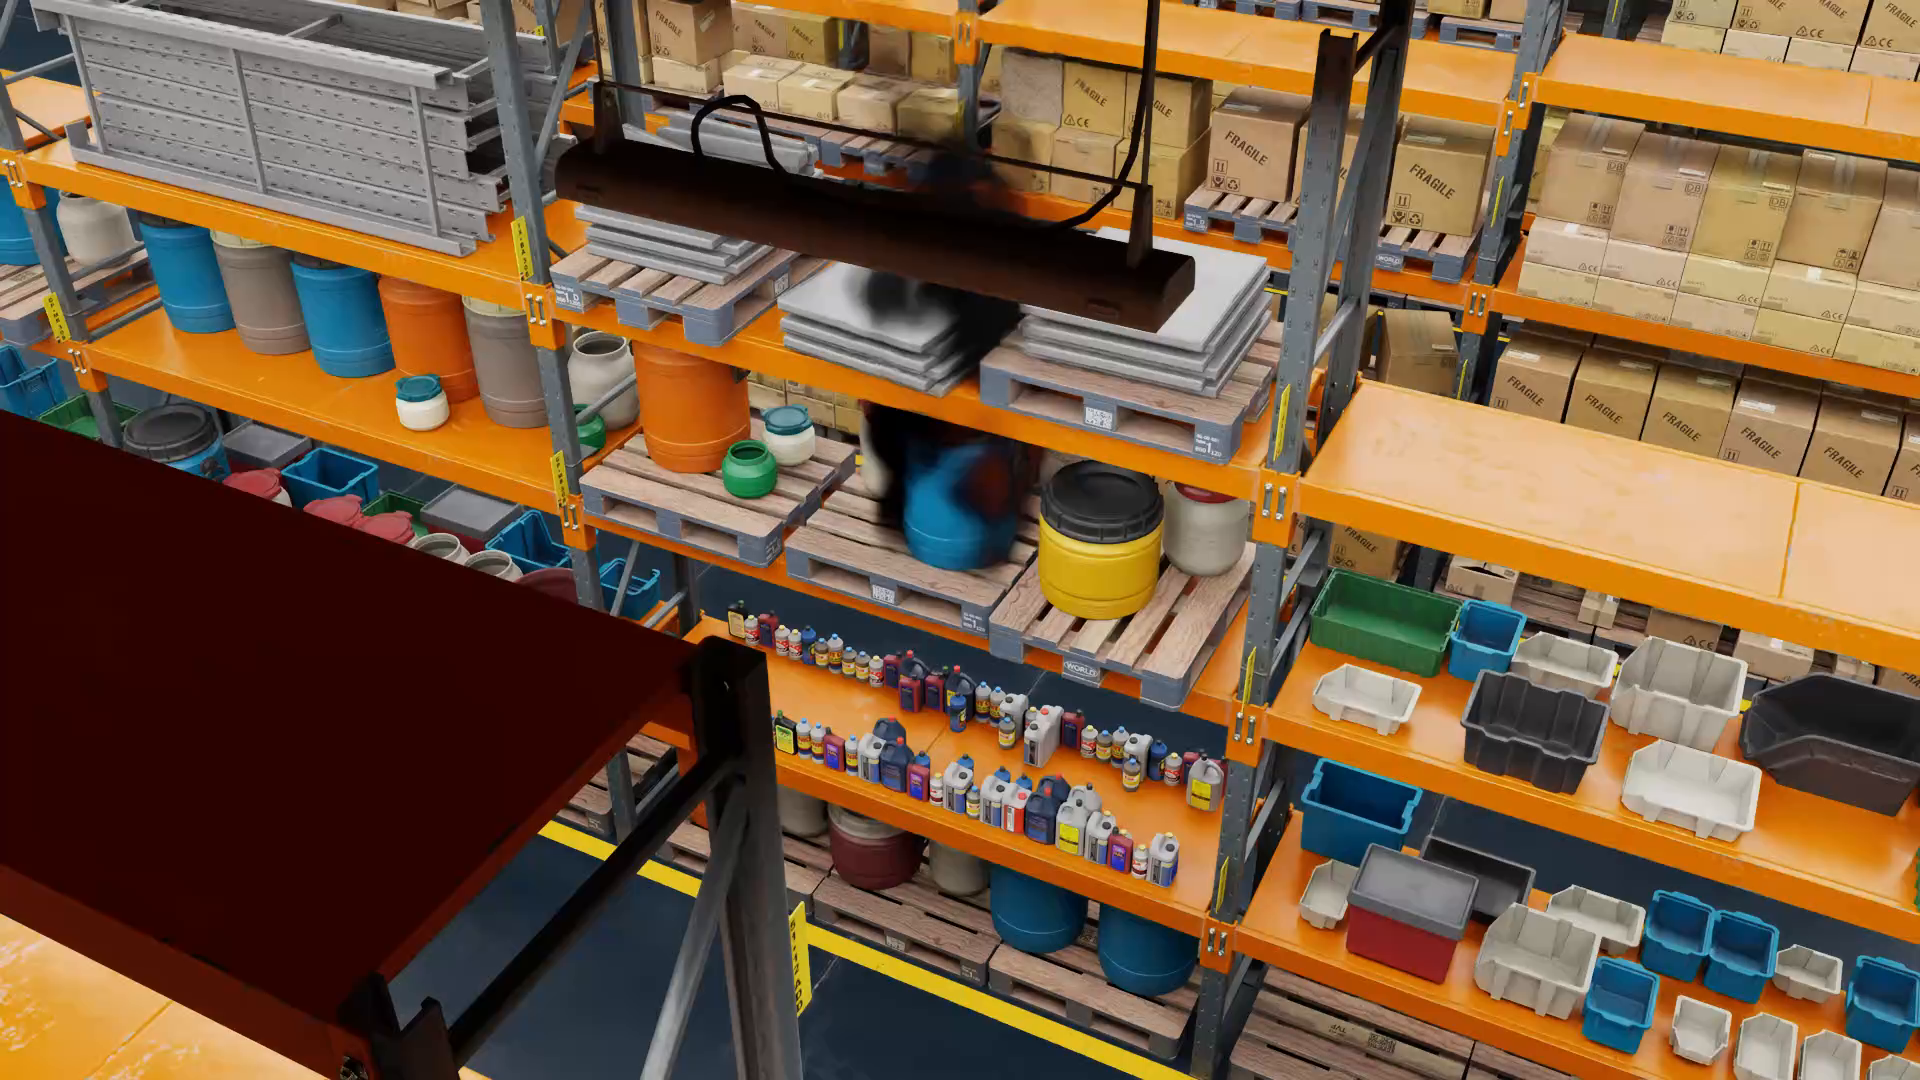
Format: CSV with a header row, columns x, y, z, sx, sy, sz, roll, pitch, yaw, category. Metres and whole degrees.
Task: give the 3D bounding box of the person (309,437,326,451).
x,y,z,sx,sy,sz,roll,pitch,yaw,category
-5.488,-0.979,13.810,0.638,1.712,0.594,10,36,14,person
